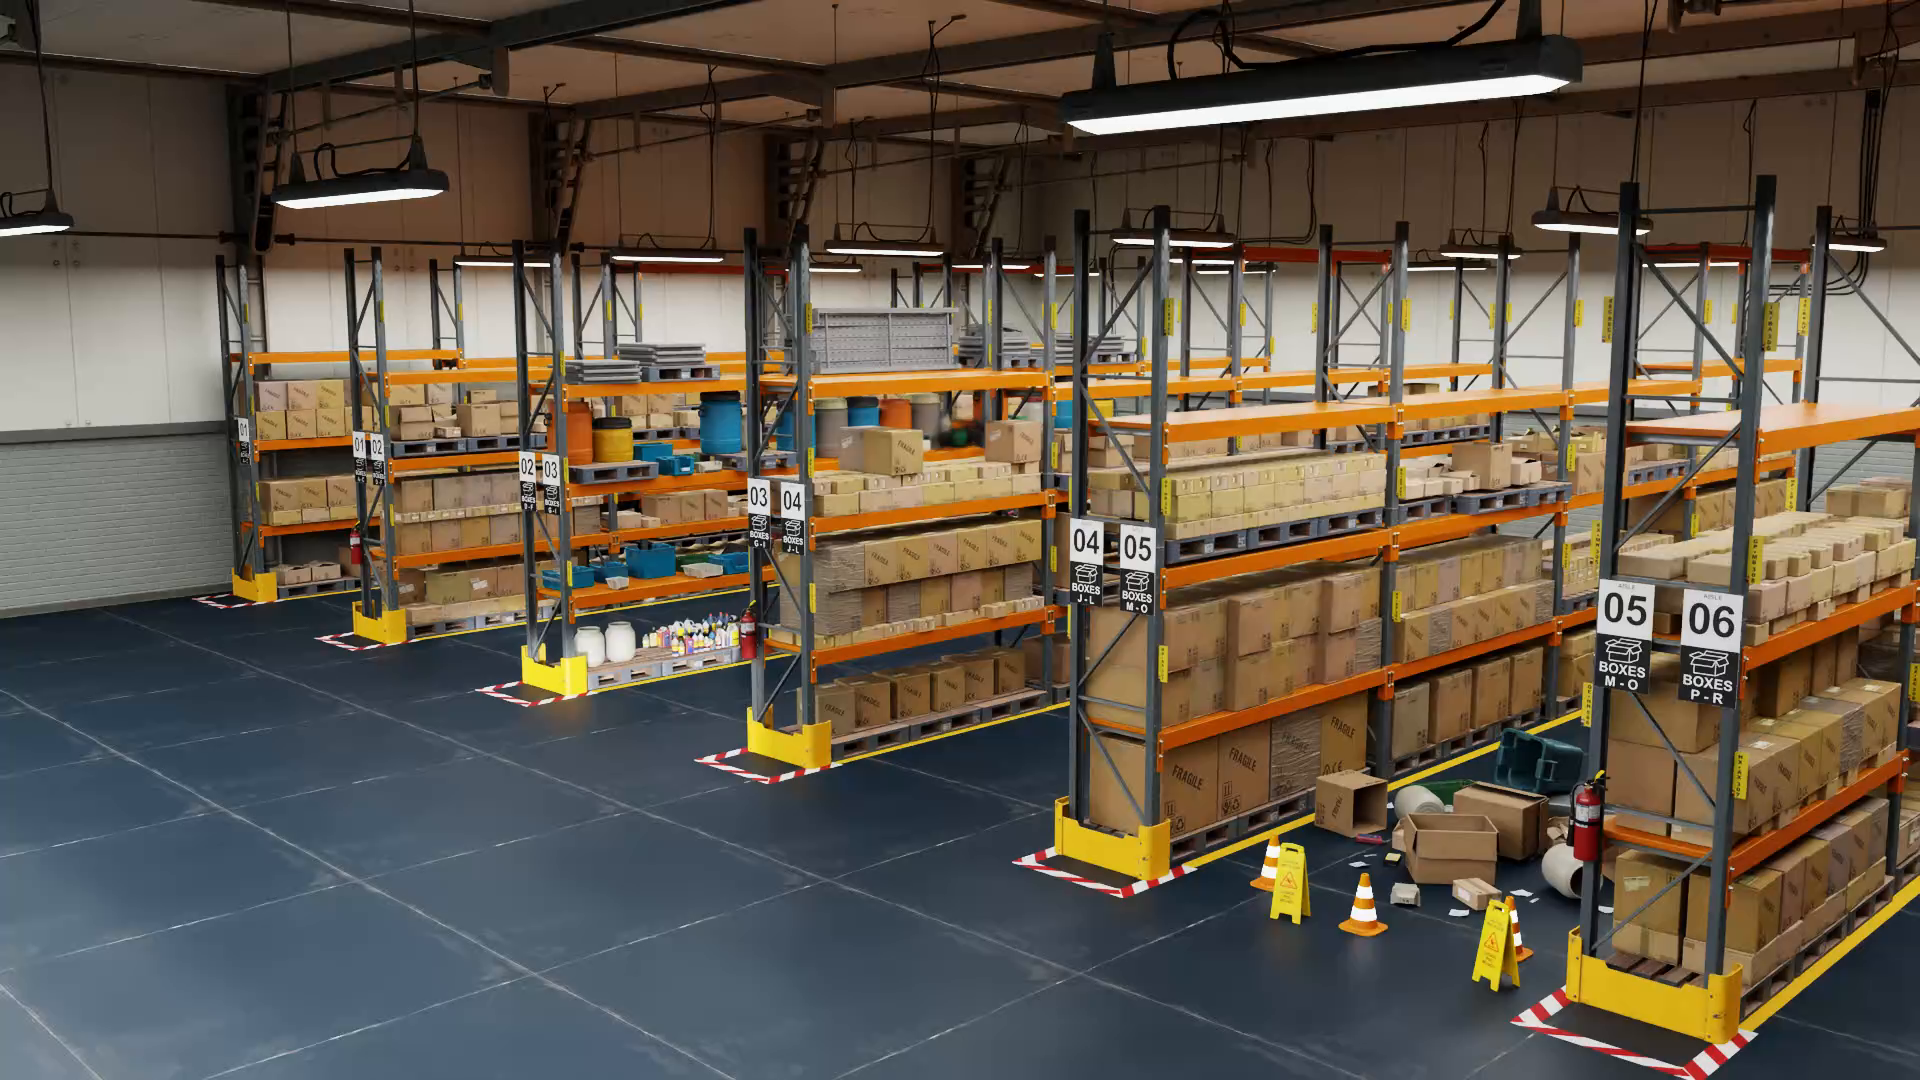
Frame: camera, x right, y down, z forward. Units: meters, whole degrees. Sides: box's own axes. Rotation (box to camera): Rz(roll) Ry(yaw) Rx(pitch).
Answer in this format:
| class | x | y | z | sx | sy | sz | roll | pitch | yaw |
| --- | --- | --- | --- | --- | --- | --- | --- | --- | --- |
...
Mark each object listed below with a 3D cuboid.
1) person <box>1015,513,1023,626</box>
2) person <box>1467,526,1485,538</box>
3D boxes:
| class | x | y | z | sx | sy | sz | roll | pitch | yaw |
| --- | --- | --- | --- | --- | --- | --- | --- | --- | --- |
| person | 0.878 | 0.442 | 25.234 | 0.683 | 1.749 | 0.542 | 5 | 9 | 29 |
| person | 8.274 | 0.537 | 26.571 | 0.623 | 1.825 | 0.832 | 6 | 10 | 38 |
